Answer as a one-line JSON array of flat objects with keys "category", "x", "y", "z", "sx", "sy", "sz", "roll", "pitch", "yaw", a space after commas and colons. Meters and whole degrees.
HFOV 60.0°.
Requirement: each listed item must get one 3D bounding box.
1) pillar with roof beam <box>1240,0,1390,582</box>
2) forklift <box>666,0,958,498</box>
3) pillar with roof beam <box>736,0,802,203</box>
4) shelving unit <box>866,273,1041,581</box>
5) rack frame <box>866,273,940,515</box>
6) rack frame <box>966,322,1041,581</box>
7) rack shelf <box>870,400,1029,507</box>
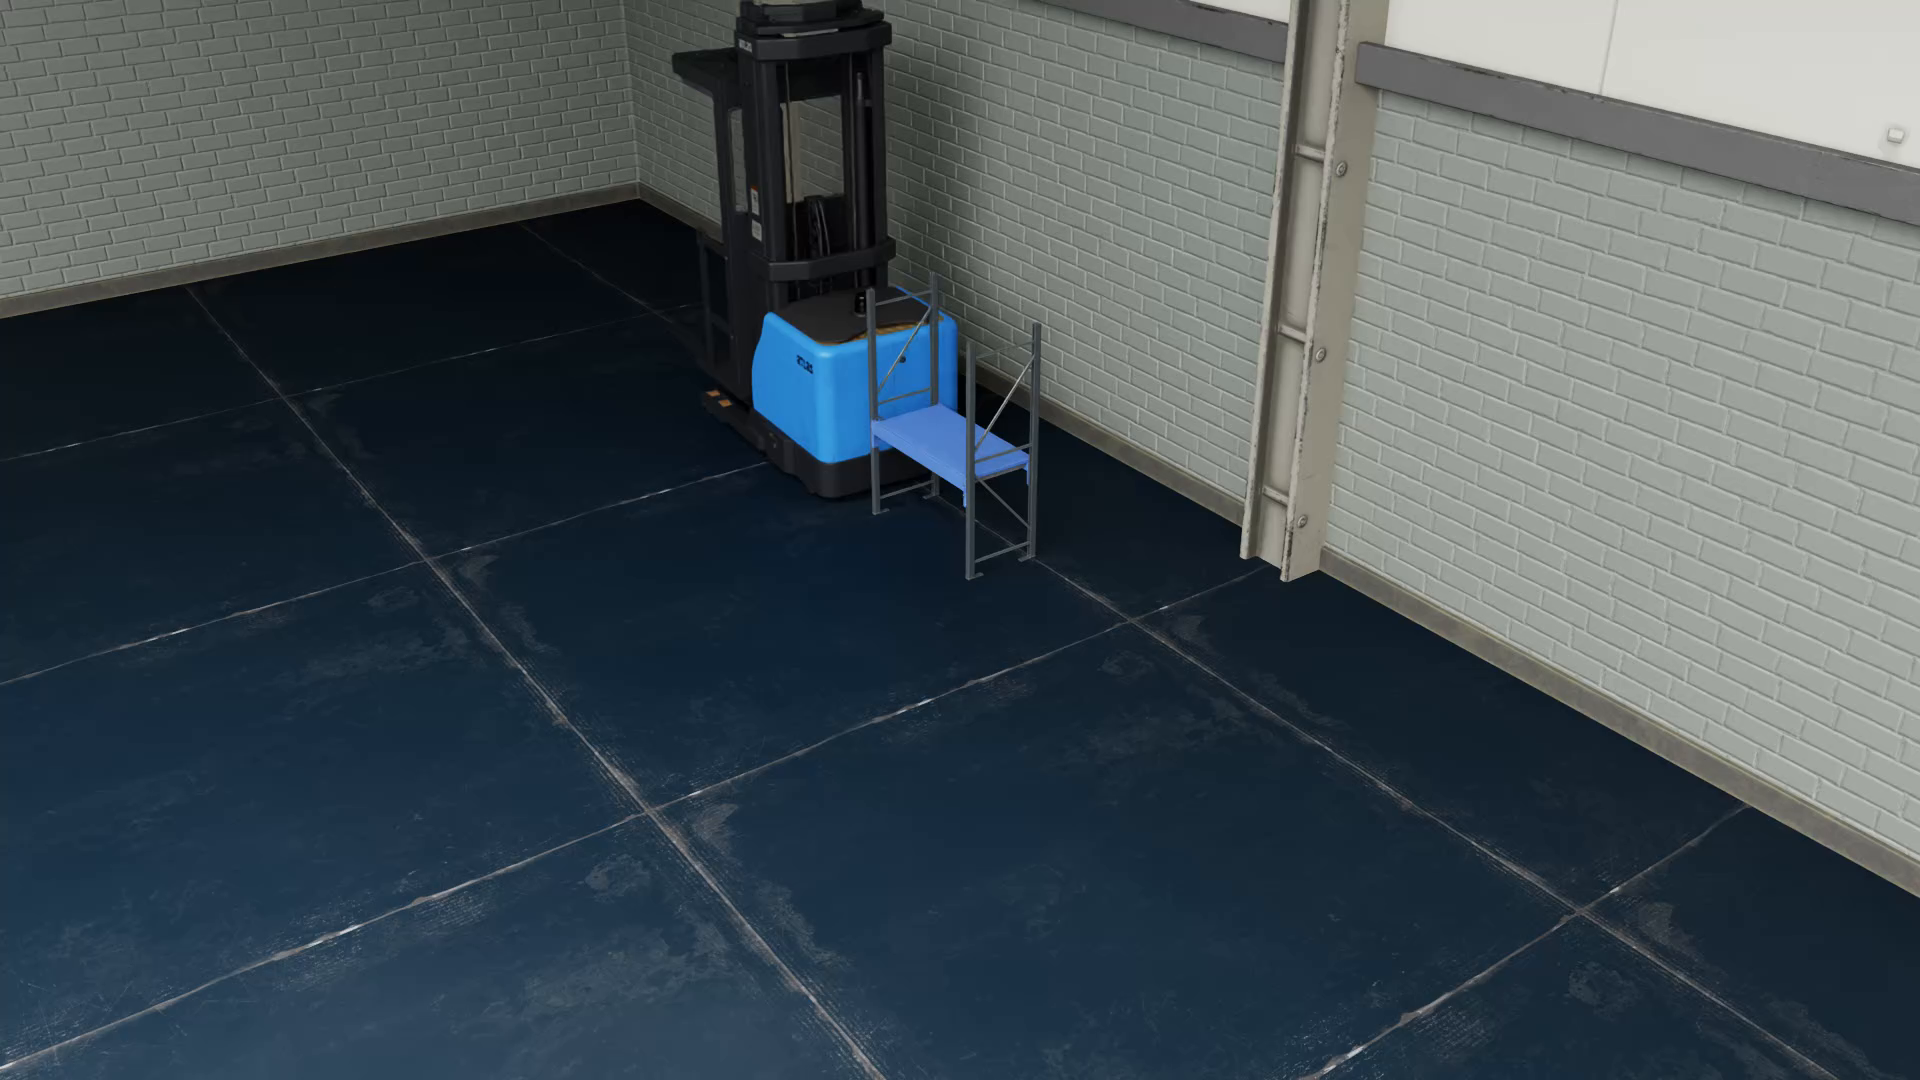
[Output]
[{"category": "pillar with roof beam", "x": -1.577, "y": -2.632, "z": 5.668, "sx": 9.100, "sy": 9.000, "sz": 0.400, "roll": -19, "pitch": 34, "yaw": -31}, {"category": "forklift", "x": -1.198, "y": -2.220, "z": 11.267, "sx": 1.130, "sy": 2.935, "sz": 3.031, "roll": -16, "pitch": 33, "yaw": -27}, {"category": "pillar with roof beam", "x": -5.057, "y": -4.965, "z": 9.963, "sx": 9.100, "sy": 9.000, "sz": 0.400, "roll": -19, "pitch": 34, "yaw": -31}, {"category": "shelving unit", "x": -0.049, "y": -0.692, "z": 9.953, "sx": 0.538, "sy": 1.500, "sz": 1.048, "roll": -19, "pitch": 34, "yaw": -31}, {"category": "rack frame", "x": -0.344, "y": -0.890, "z": 10.317, "sx": 0.500, "sy": 1.500, "sz": 0.032, "roll": -19, "pitch": 34, "yaw": -31}, {"category": "rack frame", "x": 0.245, "y": -0.495, "z": 9.589, "sx": 0.500, "sy": 1.500, "sz": 0.032, "roll": -19, "pitch": 34, "yaw": -31}, {"category": "rack shelf", "x": -0.049, "y": -0.534, "z": 10.039, "sx": 0.538, "sy": 0.185, "sz": 1.000, "roll": -19, "pitch": 34, "yaw": -31}]
